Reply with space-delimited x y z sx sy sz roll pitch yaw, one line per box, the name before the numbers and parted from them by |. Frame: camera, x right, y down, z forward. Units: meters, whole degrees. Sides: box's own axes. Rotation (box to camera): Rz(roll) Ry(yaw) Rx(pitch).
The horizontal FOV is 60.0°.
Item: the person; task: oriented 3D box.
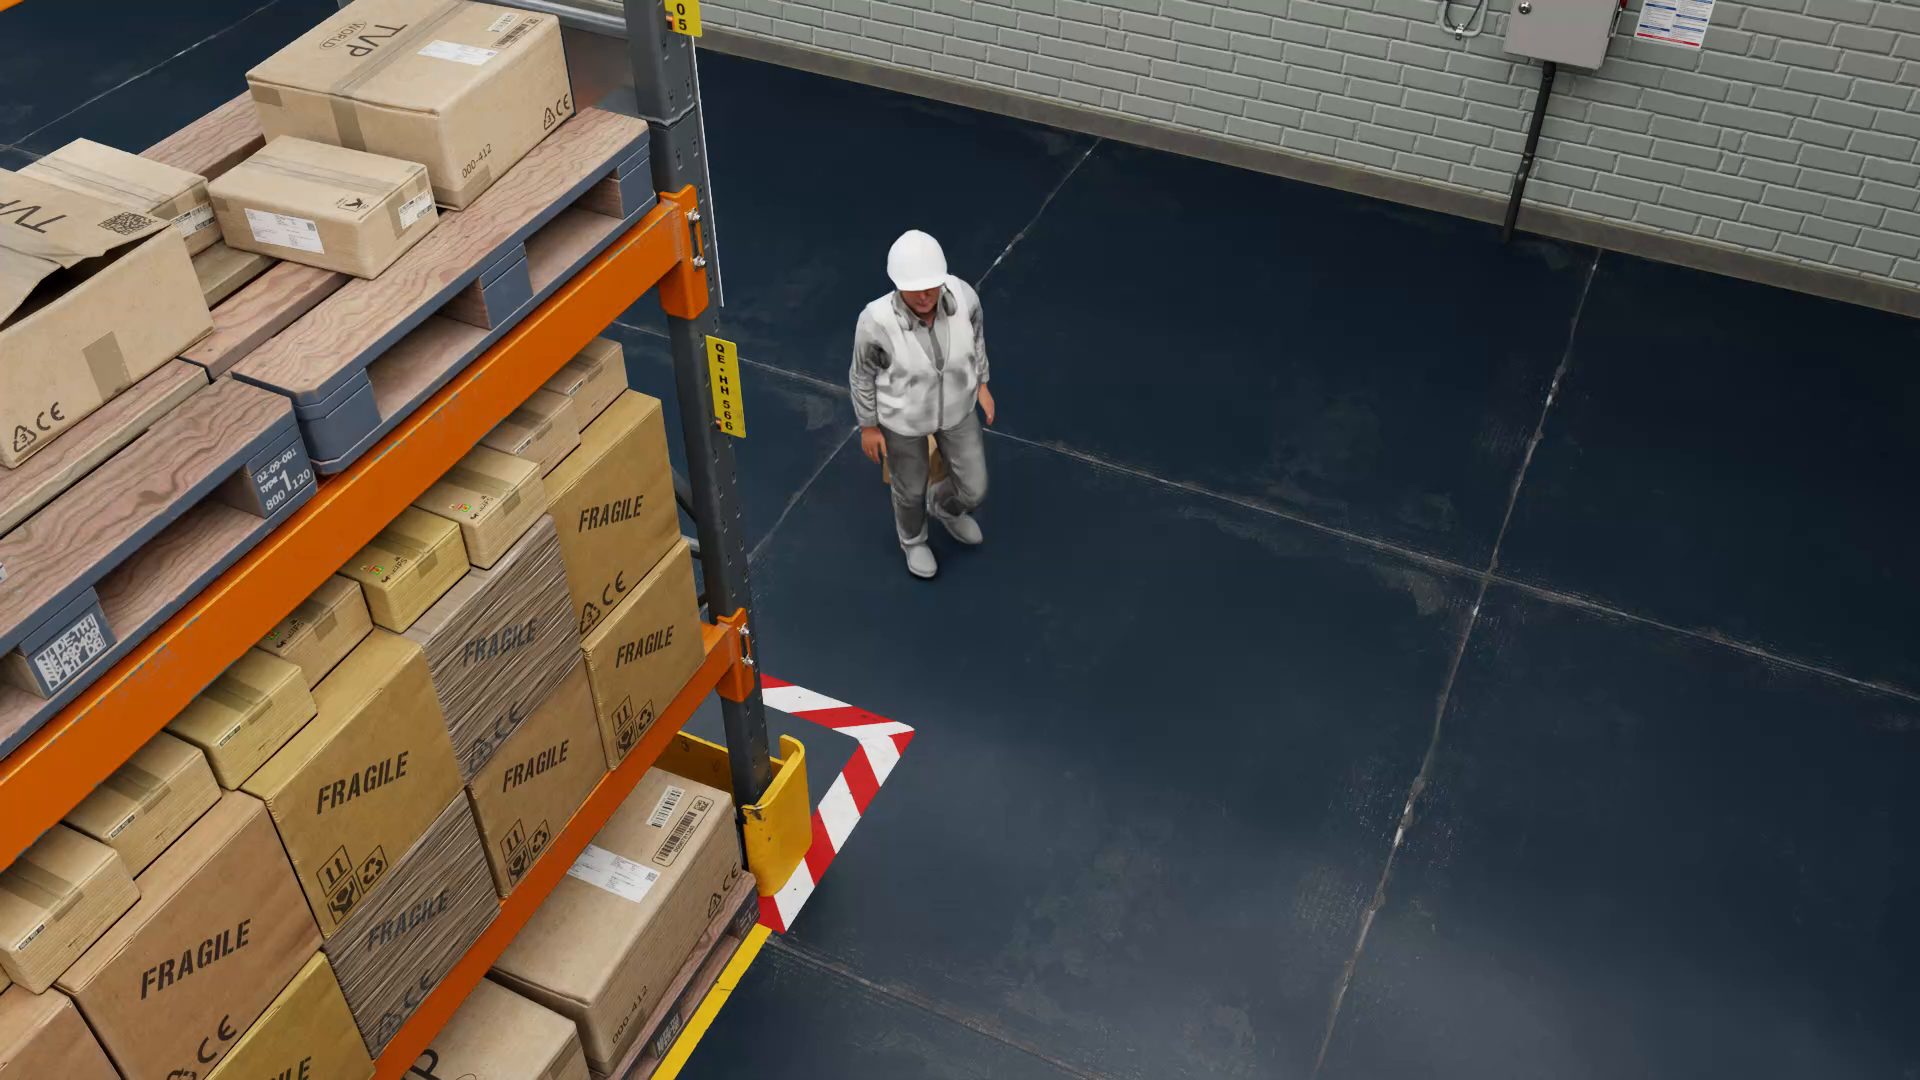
person | -0.143 -0.521 6.716 0.606 1.755 0.519 -15 44 -17
